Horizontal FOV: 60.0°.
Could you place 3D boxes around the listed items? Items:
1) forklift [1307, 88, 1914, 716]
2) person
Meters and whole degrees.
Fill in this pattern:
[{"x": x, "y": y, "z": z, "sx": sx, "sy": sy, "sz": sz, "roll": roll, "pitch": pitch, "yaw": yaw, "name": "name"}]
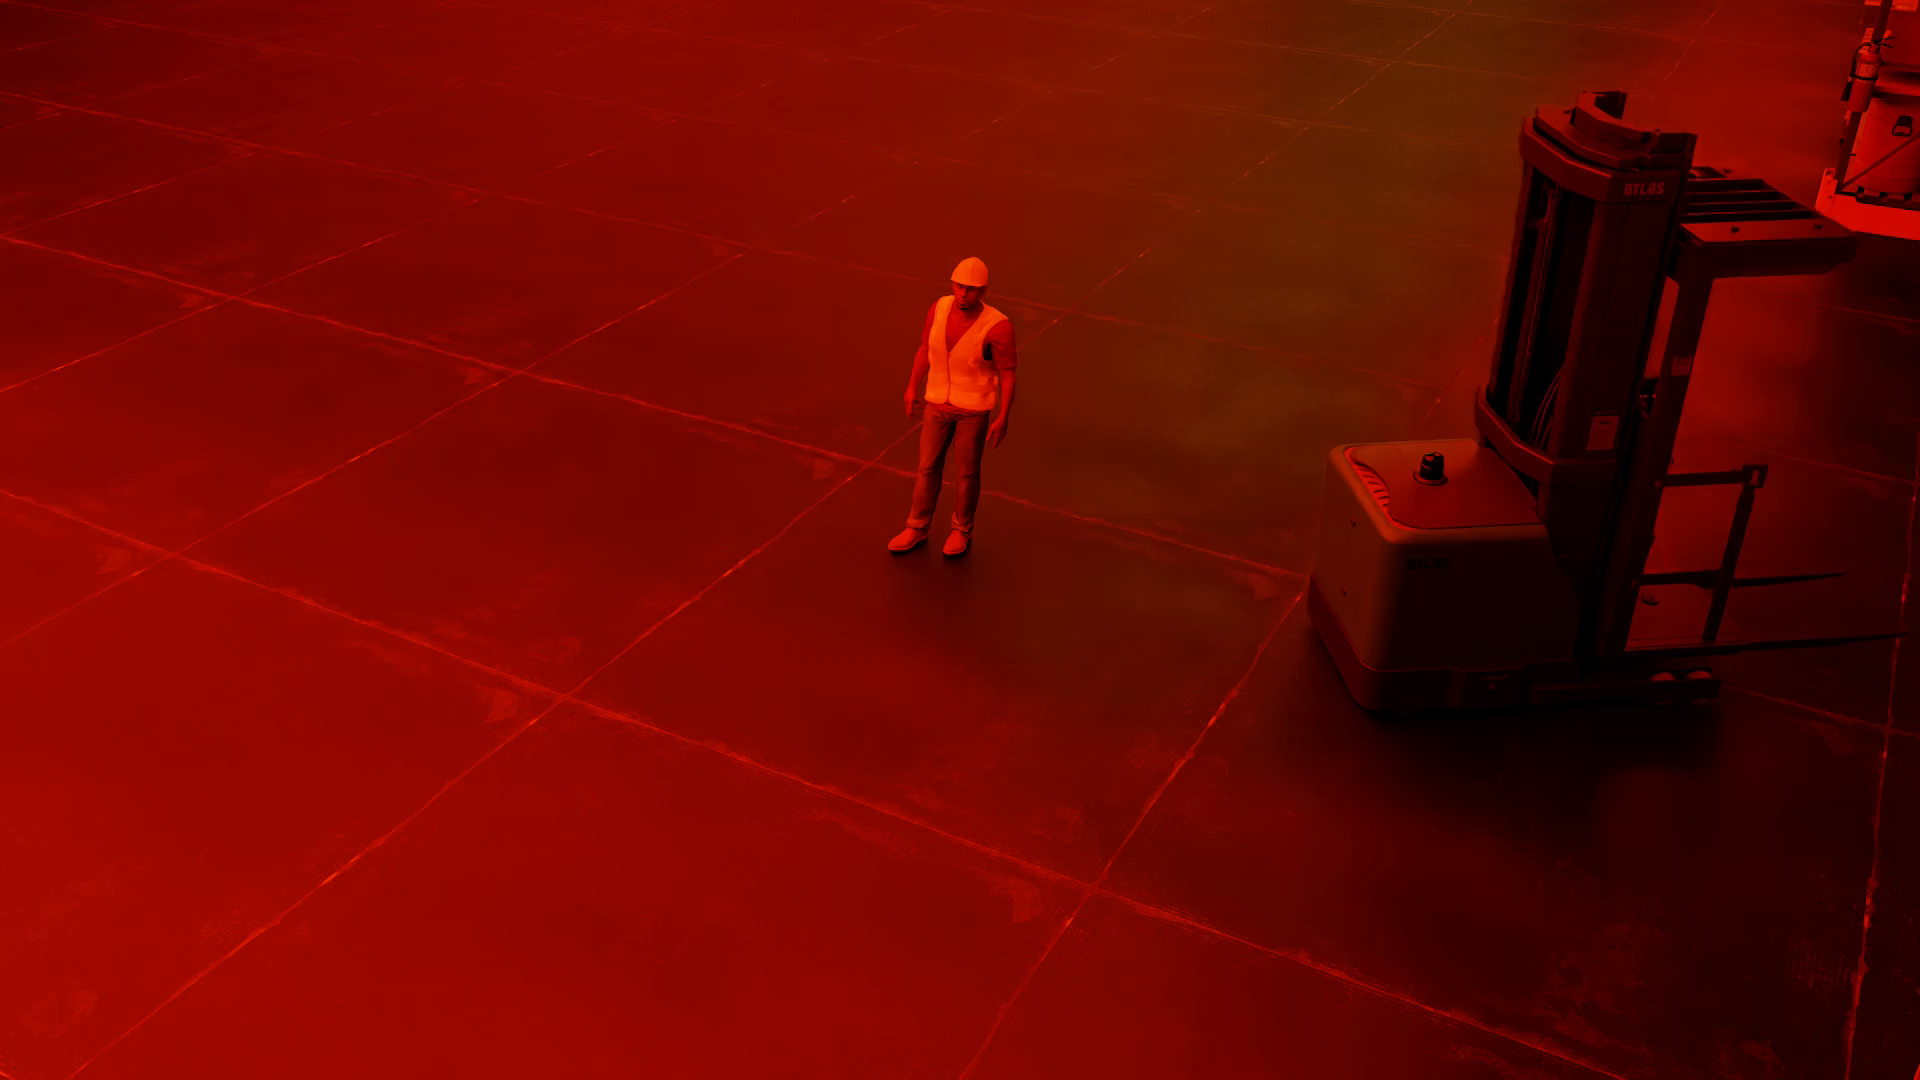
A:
[{"x": 3.468, "y": -0.682, "z": 8.252, "sx": 3.031, "sy": 2.935, "sz": 1.130, "roll": -3, "pitch": 30, "yaw": -5, "name": "forklift"}, {"x": -0.039, "y": -0.743, "z": 9.508, "sx": 0.665, "sy": 1.765, "sz": 0.577, "roll": 15, "pitch": 33, "yaw": 25, "name": "person"}]
